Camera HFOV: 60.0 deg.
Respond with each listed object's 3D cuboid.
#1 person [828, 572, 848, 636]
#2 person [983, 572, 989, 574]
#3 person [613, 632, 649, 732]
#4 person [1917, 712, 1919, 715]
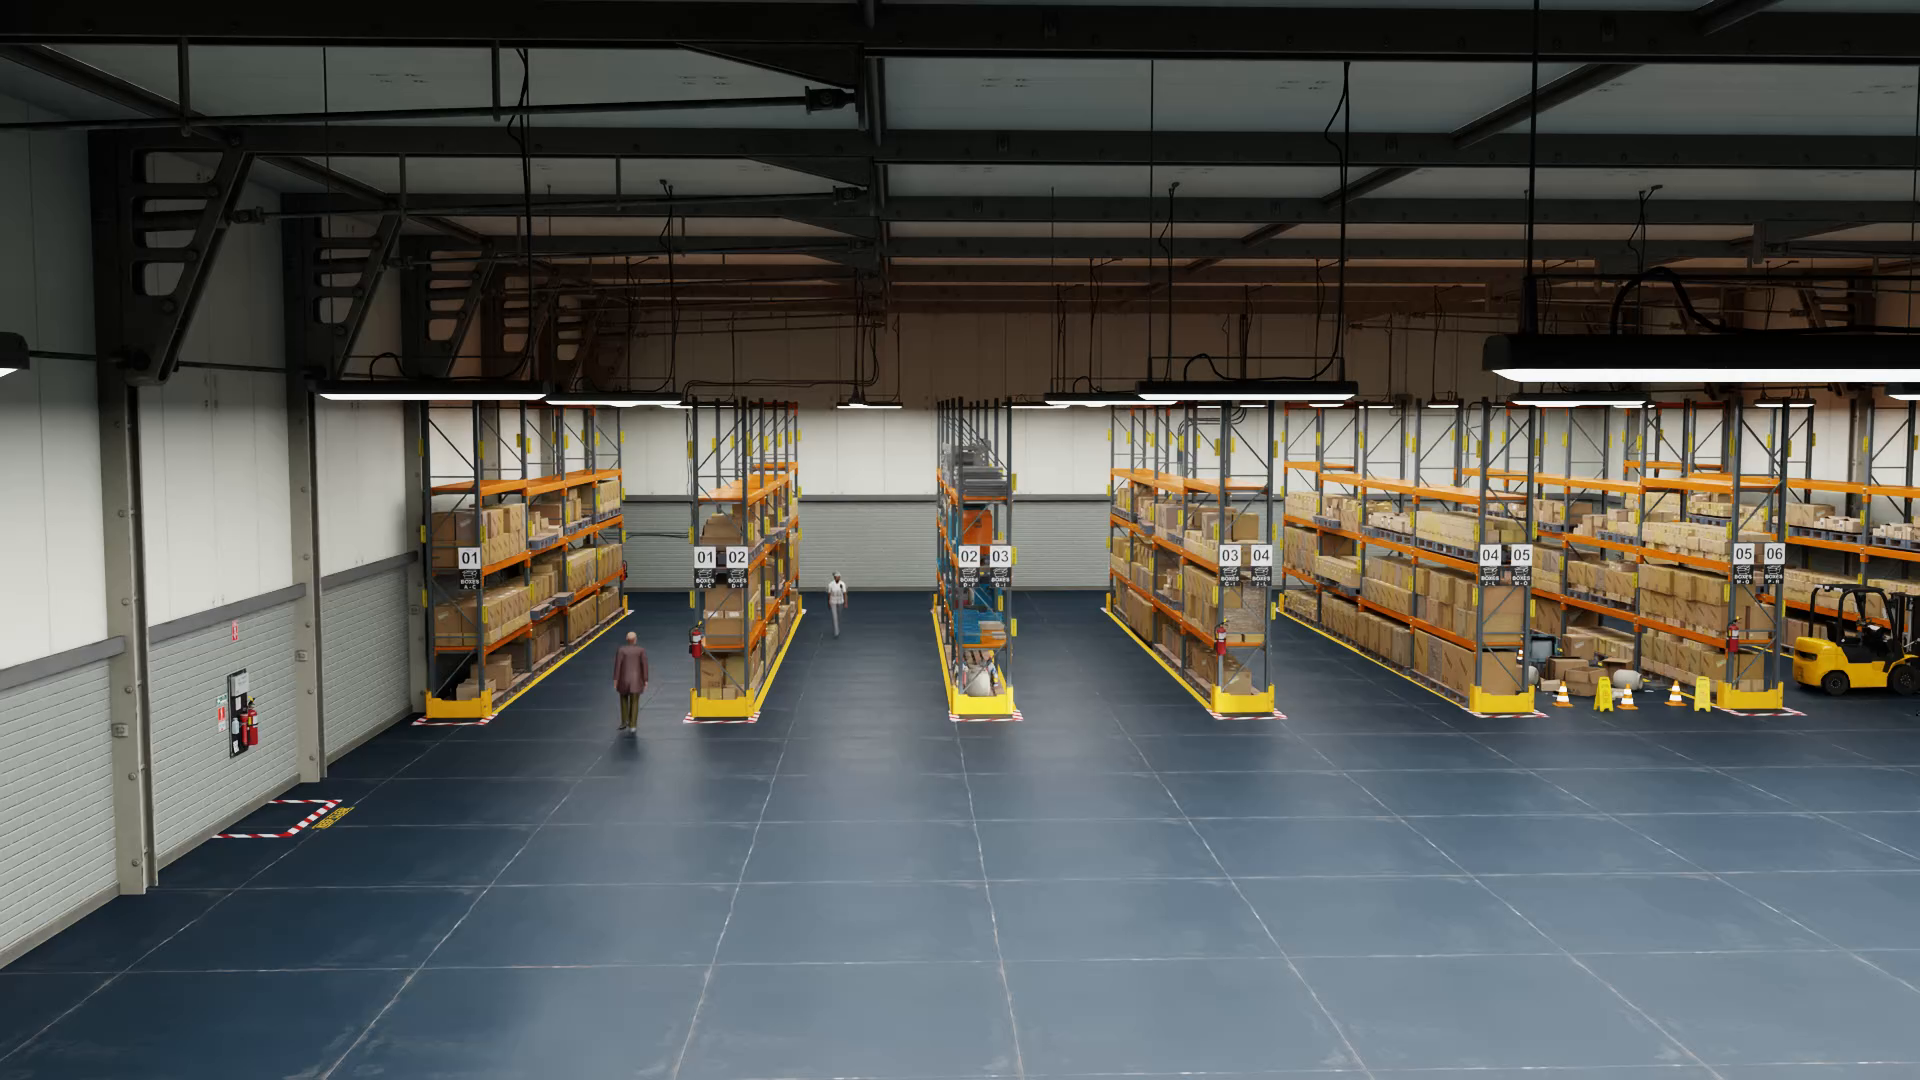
[{"bbox_3d":[-3.127,1.606,42.573,0.464,1.620,1.058,-1,5,-17],"label":"person"},{"bbox_3d":[0.658,0.989,49.794,0.635,1.758,0.627,2,5,19],"label":"person"},{"bbox_3d":[-5.888,2.554,29.753,0.630,1.814,0.594,-1,4,-10],"label":"person"},{"bbox_3d":[18.366,2.418,31.237,0.811,1.767,0.566,0,4,-6],"label":"person"}]
